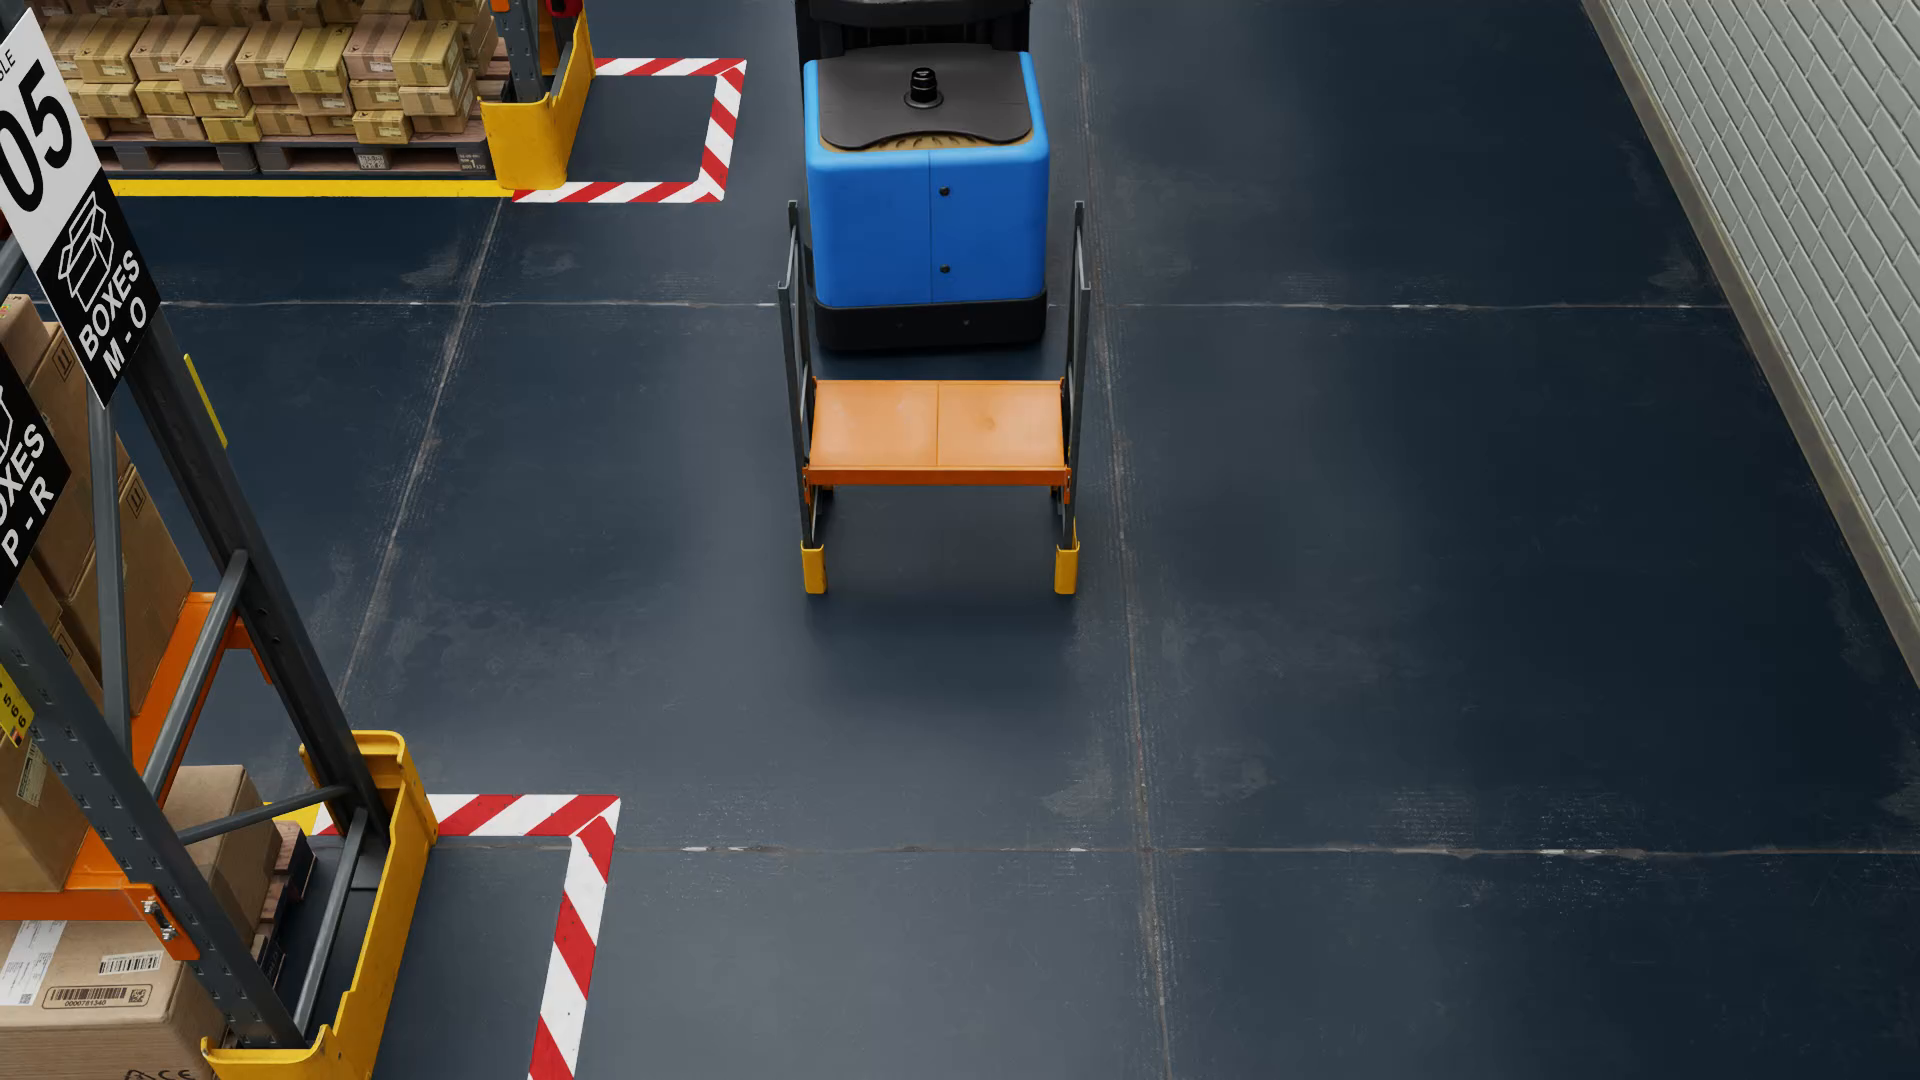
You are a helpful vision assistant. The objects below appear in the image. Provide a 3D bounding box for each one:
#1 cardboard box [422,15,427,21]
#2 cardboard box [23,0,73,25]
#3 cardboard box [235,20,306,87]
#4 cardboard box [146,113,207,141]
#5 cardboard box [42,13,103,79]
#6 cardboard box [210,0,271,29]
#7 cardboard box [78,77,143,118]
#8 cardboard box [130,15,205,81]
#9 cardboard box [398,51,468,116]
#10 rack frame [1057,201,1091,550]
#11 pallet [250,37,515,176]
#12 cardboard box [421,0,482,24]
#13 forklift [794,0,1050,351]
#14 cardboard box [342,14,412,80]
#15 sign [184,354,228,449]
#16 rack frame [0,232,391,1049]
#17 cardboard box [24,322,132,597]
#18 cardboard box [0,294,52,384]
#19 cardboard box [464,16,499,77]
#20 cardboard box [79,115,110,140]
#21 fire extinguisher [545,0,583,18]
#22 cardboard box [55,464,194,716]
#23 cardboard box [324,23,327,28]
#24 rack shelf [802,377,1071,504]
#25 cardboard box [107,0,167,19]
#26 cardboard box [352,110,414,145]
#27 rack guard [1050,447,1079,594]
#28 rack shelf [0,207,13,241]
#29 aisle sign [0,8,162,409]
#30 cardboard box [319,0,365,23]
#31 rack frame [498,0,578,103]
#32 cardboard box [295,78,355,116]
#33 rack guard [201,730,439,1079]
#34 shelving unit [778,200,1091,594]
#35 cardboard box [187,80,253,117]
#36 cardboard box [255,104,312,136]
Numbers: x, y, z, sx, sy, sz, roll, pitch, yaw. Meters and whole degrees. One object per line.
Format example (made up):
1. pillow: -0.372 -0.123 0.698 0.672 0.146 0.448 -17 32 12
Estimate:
1. cardboard box: -2.919 -2.743 8.793 0.250 0.149 0.380 0 47 0
2. cardboard box: -4.731 -2.856 8.694 0.250 0.149 0.380 -2 47 -2
3. cardboard box: -3.422 -2.427 8.295 0.250 0.149 0.380 -2 47 -1
4. cardboard box: -3.947 -2.211 8.500 0.250 0.149 0.380 1 47 1
5. cardboard box: -4.463 -2.478 8.342 0.250 0.149 0.380 -2 47 -1
6. cardboard box: -3.698 -2.818 8.659 0.250 0.149 0.380 2 47 2
7. cardboard box: -4.221 -2.291 8.372 0.250 0.149 0.380 1 47 1
8. cardboard box: -3.954 -2.469 8.334 0.250 0.149 0.380 -1 47 -1
9. cardboard box: -2.651 -2.304 8.384 0.250 0.149 0.380 -1 47 -1
10. rack frame: 0.423 -0.510 6.281 0.032 1.500 0.500 0 47 0
11. pallet: -3.011 -2.317 8.843 1.213 0.211 1.003 0 47 0
12. cardboard box: -2.645 -2.863 8.701 0.250 0.149 0.380 -2 47 -2
13. forklift: -0.239 -2.935 7.560 1.130 2.935 3.031 -3 47 -3
14. cardboard box: -2.904 -2.472 8.337 0.250 0.149 0.380 1 47 1
15. sign: -2.032 -0.343 4.456 0.005 0.325 0.100 0 47 0
16. rack frame: -2.040 0.385 4.423 0.127 3.000 1.000 0 47 0
17. cardboard box: -2.519 -0.200 4.216 0.500 0.500 0.500 -1 47 -1
18. cardboard box: -2.394 -0.415 3.973 0.250 0.149 0.380 1 47 1
19. cardboard box: -2.645 -2.646 8.905 0.250 0.149 0.380 1 47 1
20. cardboard box: -4.462 -2.211 8.501 0.250 0.149 0.380 -1 47 -1
21. fire extinguisher: -1.872 -2.747 7.646 0.183 0.674 0.296 0 47 0
22. cardboard box: -2.519 0.139 4.584 0.500 0.500 0.500 0 47 0
23. cardboard box: -3.420 -2.759 8.807 0.250 0.149 0.380 1 47 1
24. rack shelf: -0.085 -0.389 6.414 1.000 0.185 0.538 0 47 0
25. cardboard box: -4.213 -2.783 8.626 0.250 0.149 0.380 0 47 0
26. cardboard box: -2.907 -2.186 8.477 0.250 0.149 0.380 1 47 1
27. rack guard: 0.422 -0.084 6.738 0.087 0.250 0.587 0 47 0
28. rack shelf: -4.040 -0.398 3.594 4.000 0.370 1.077 0 47 0
29. aisle sign: -1.967 -0.713 3.669 0.004 0.787 0.394 0 47 0
30. cardboard box: -3.173 -2.871 8.708 0.250 0.149 0.380 0 47 0
31. rack frame: -2.122 -3.239 7.796 0.127 3.000 1.000 0 47 0
32. cardboard box: -3.171 -2.305 8.384 0.250 0.149 0.380 -2 47 -1
33. rack guard: -2.016 1.237 5.338 0.348 0.500 1.175 0 47 0
34. shelving unit: -0.076 -0.511 6.282 1.083 1.500 0.587 0 47 0
35. cardboard box: -3.689 -2.297 8.377 0.250 0.149 0.380 1 47 1
36. cardboard box: -3.418 -2.241 8.528 0.250 0.149 0.380 1 47 1
